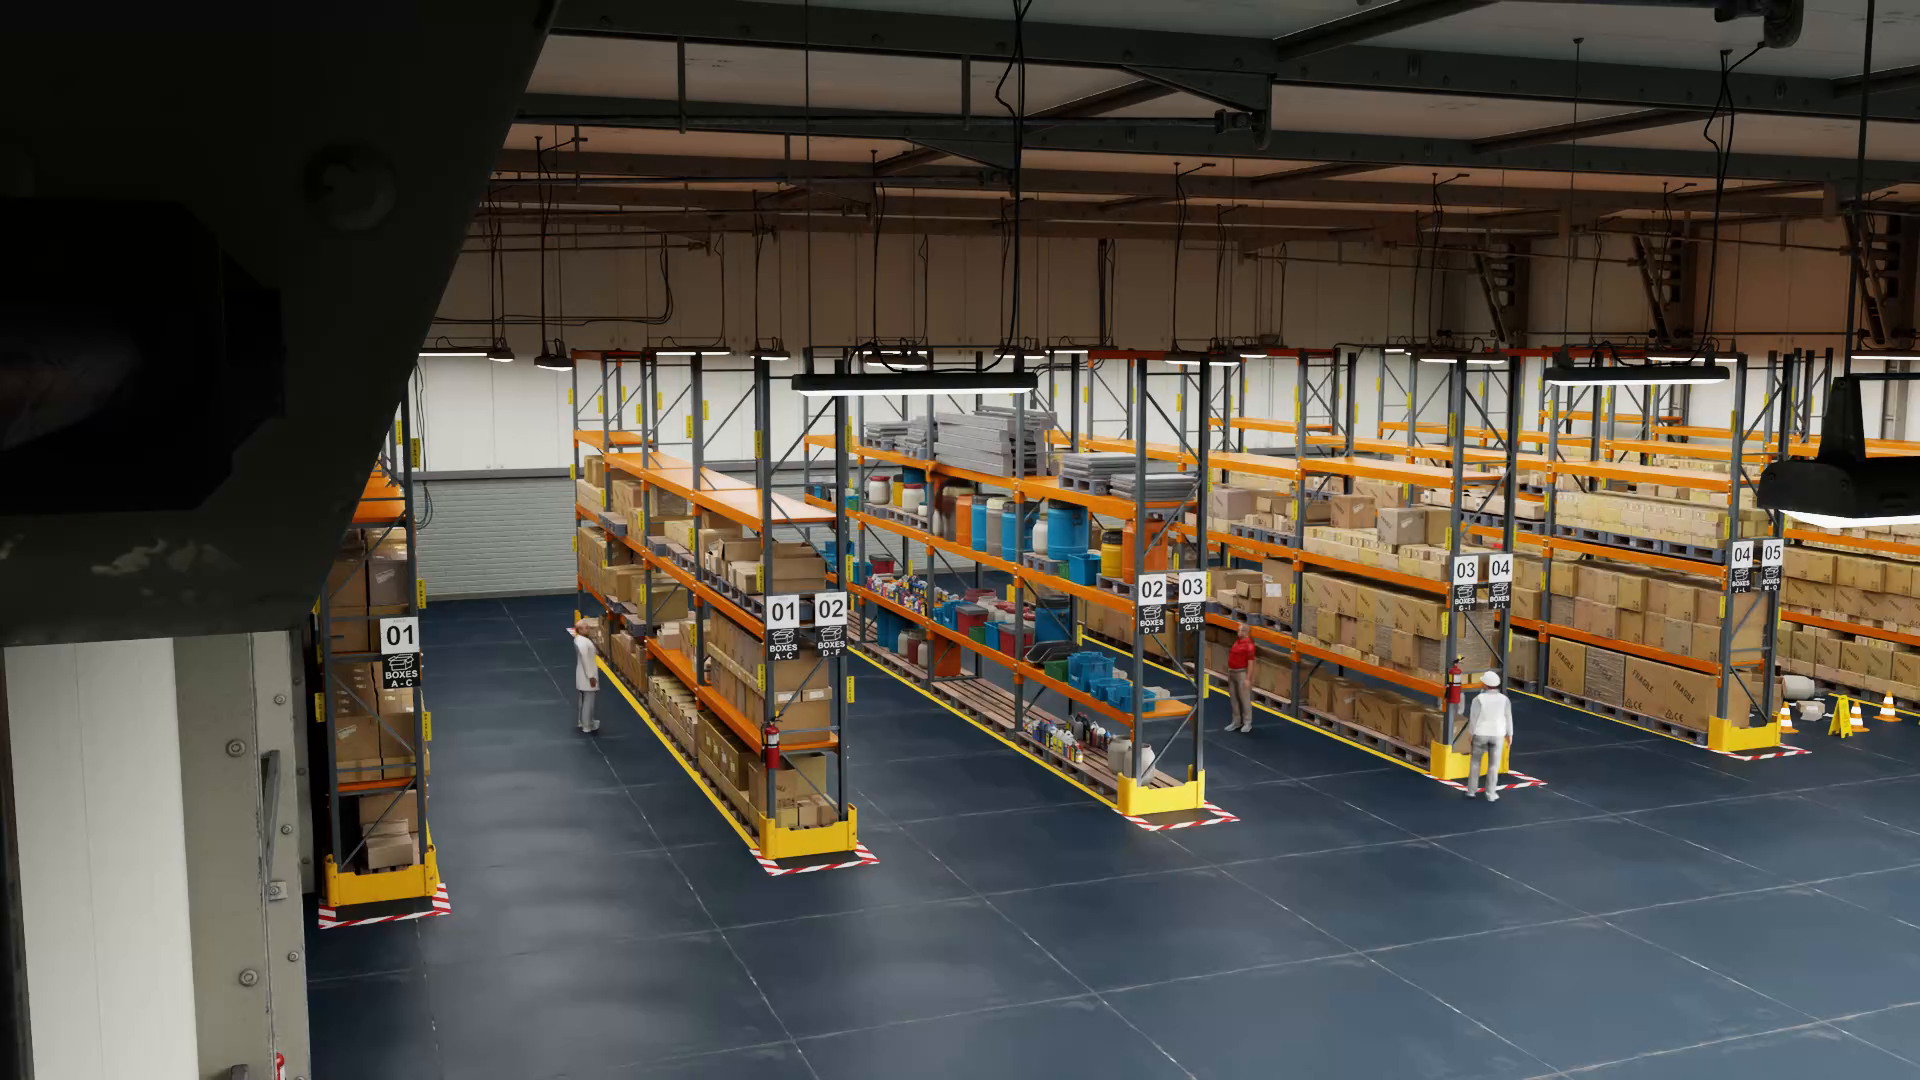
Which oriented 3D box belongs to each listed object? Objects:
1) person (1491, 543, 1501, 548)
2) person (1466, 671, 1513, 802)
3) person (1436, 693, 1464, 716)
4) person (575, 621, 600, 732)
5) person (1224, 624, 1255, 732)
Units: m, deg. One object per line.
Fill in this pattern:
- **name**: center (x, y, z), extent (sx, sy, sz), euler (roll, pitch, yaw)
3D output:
- **person**: center (11.635, 0.948, 36.238), extent (0.446, 1.797, 0.578), euler (1, 7, 5)
- **person**: center (7.207, 2.665, 22.612), extent (0.596, 1.810, 0.457), euler (3, 8, 21)
- **person**: center (8.061, 2.056, 27.292), extent (0.575, 1.780, 0.423), euler (6, 9, 39)
- **person**: center (-5.901, 2.200, 26.563), extent (0.490, 1.684, 0.619), euler (-5, 9, -34)
- **person**: center (4.464, 2.195, 26.487), extent (0.397, 1.756, 0.578), euler (-4, 8, -28)
